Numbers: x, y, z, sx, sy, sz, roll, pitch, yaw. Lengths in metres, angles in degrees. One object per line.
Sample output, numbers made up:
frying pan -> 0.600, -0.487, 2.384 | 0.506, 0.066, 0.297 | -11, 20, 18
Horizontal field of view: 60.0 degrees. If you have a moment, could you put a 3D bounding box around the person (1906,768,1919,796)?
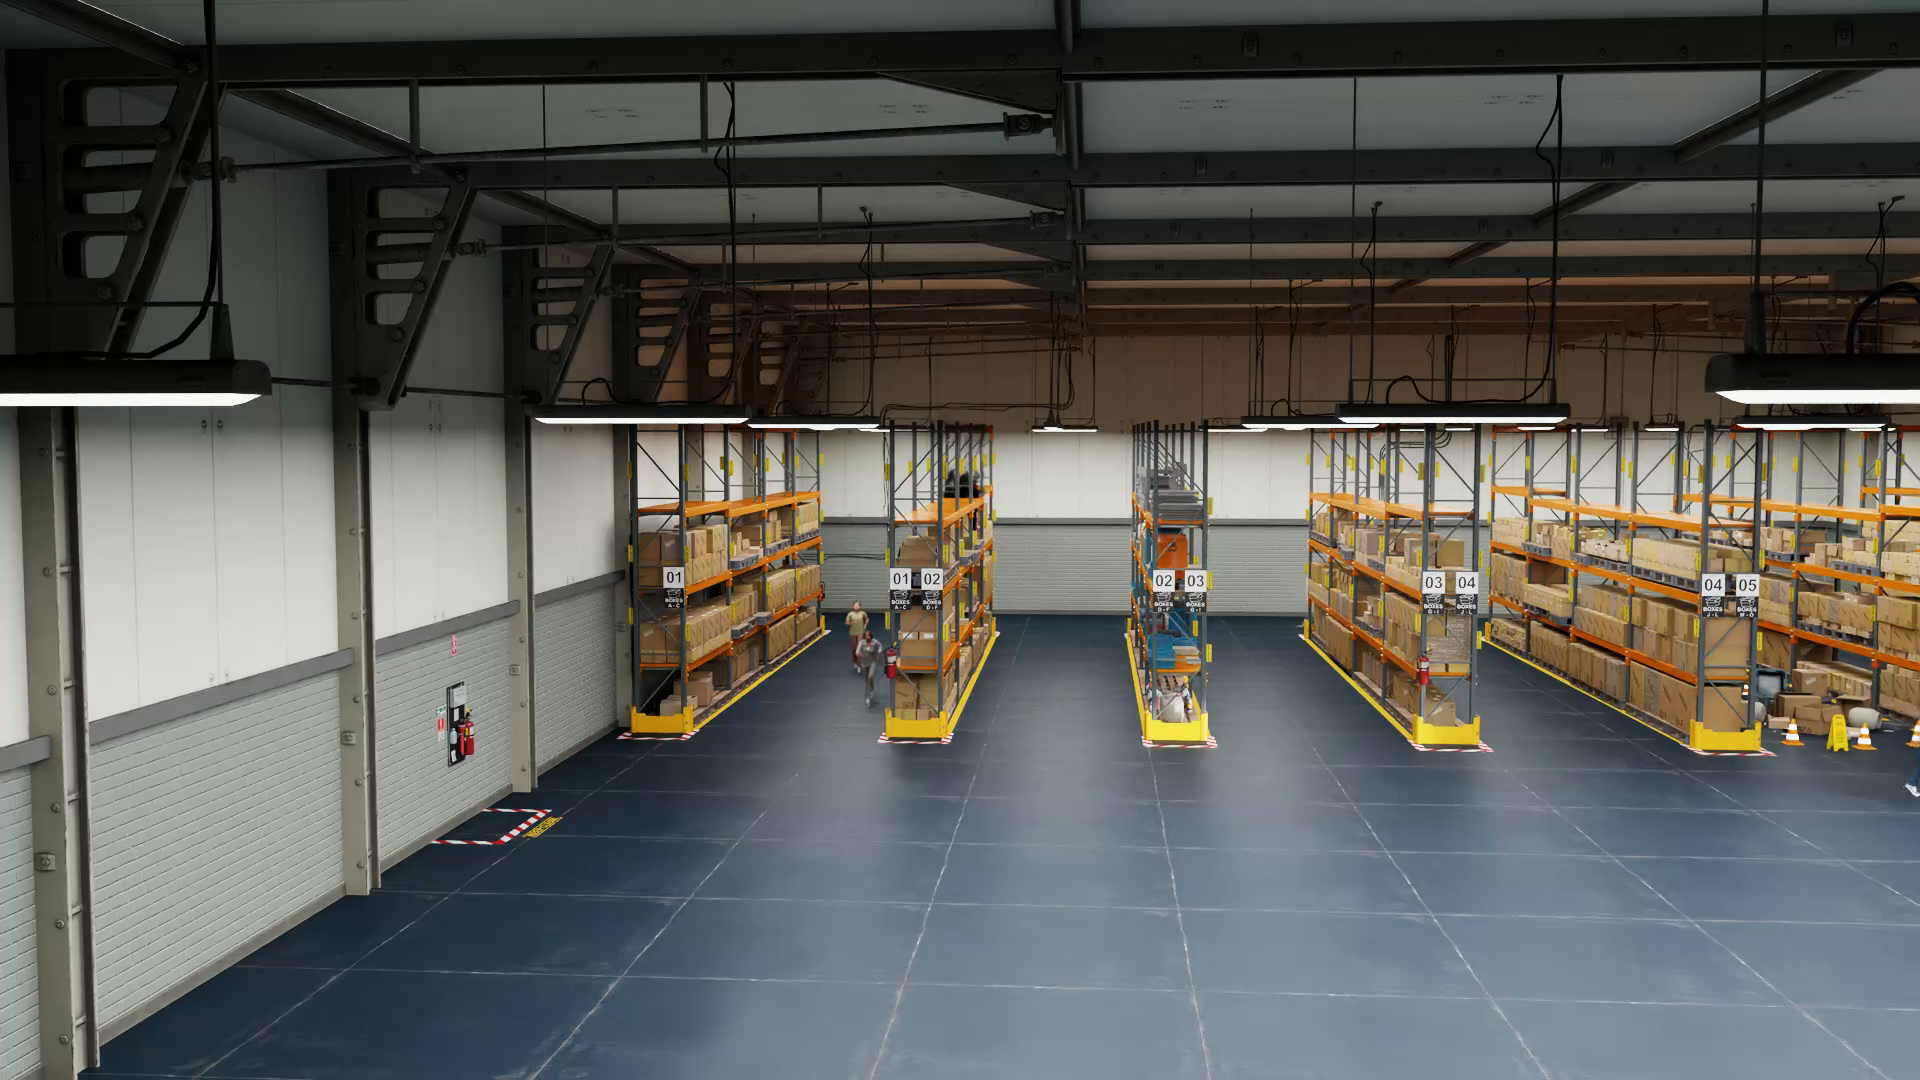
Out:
person -> 15.208, 3.263, 25.946 | 0.565, 1.631, 0.778 | -3, 5, -38

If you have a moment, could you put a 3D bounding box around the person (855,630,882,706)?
person -> -1.939, 2.693, 35.505 | 0.539, 1.596, 0.951 | 0, 4, 7

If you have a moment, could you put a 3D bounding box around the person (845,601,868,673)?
person -> -2.499, 2.318, 40.259 | 0.566, 1.700, 0.807 | 0, 4, -3
